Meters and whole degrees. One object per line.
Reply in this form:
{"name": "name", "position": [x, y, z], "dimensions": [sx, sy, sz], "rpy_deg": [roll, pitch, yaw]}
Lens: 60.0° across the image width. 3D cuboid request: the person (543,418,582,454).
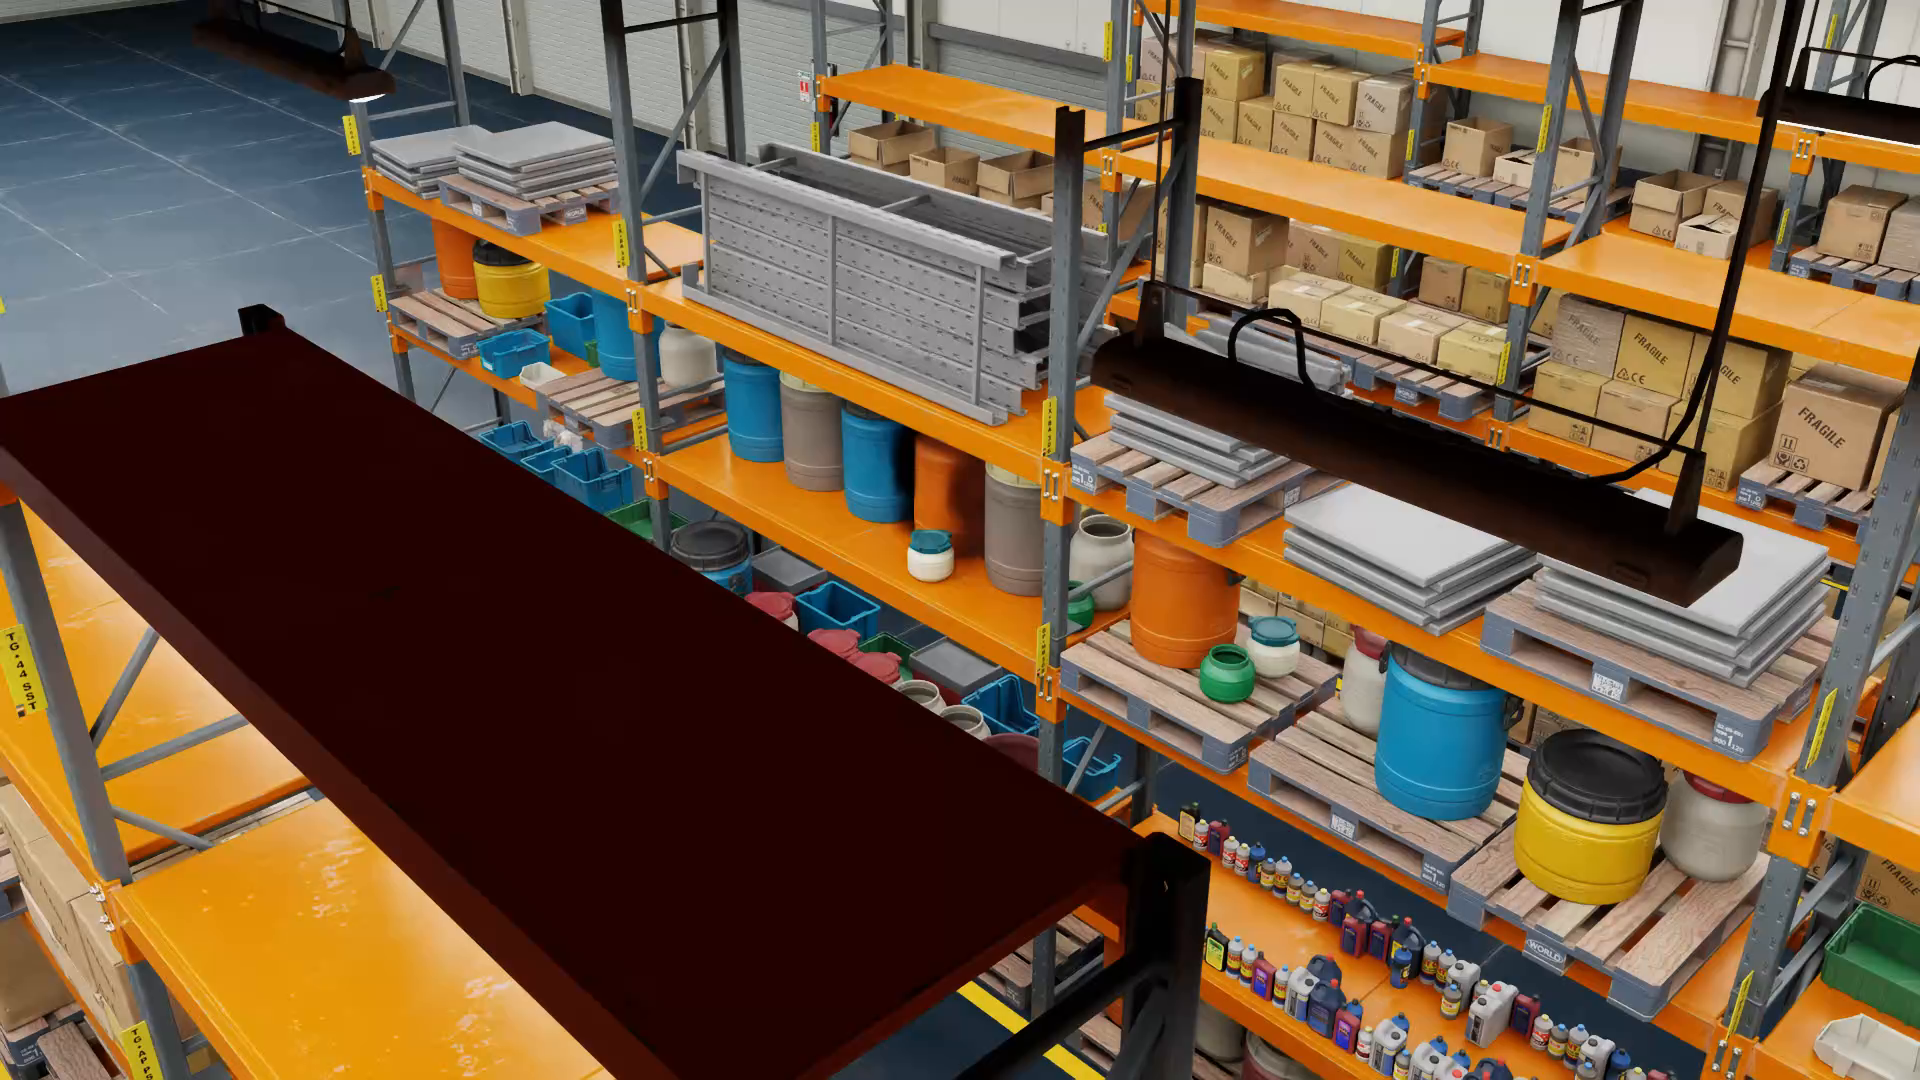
{"name": "person", "position": [-4.100, -1.128, 17.056], "dimensions": [0.557, 1.794, 0.395], "rpy_deg": [20, 34, 33]}
